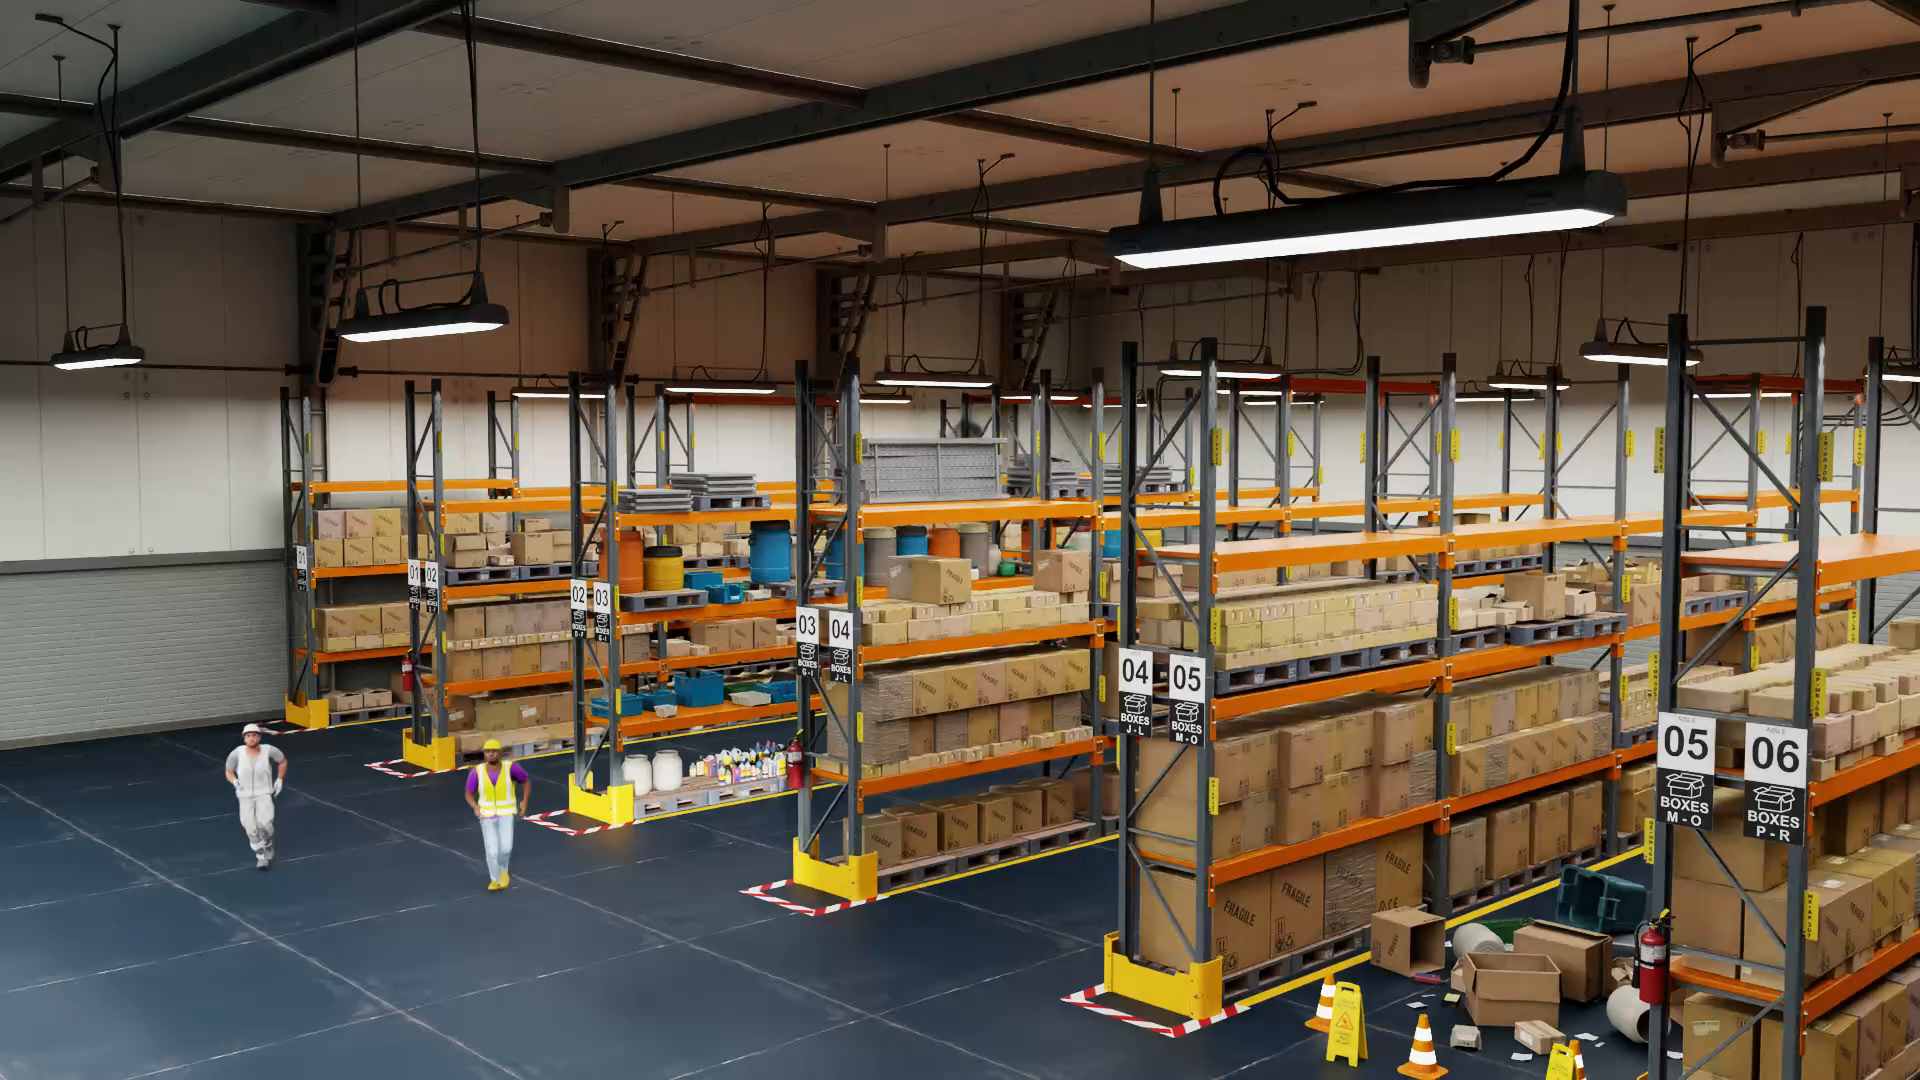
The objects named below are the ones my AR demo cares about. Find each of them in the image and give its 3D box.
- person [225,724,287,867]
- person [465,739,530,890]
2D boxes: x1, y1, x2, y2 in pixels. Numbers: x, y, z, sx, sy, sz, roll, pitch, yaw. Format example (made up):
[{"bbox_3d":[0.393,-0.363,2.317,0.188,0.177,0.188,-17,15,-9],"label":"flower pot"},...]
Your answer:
[{"bbox_3d":[-8.321,3.032,19.634,0.659,1.735,0.598,-1,4,-16],"label":"person"},{"bbox_3d":[-5.211,3.101,18.721,0.712,1.720,0.575,-1,4,-11],"label":"person"}]
